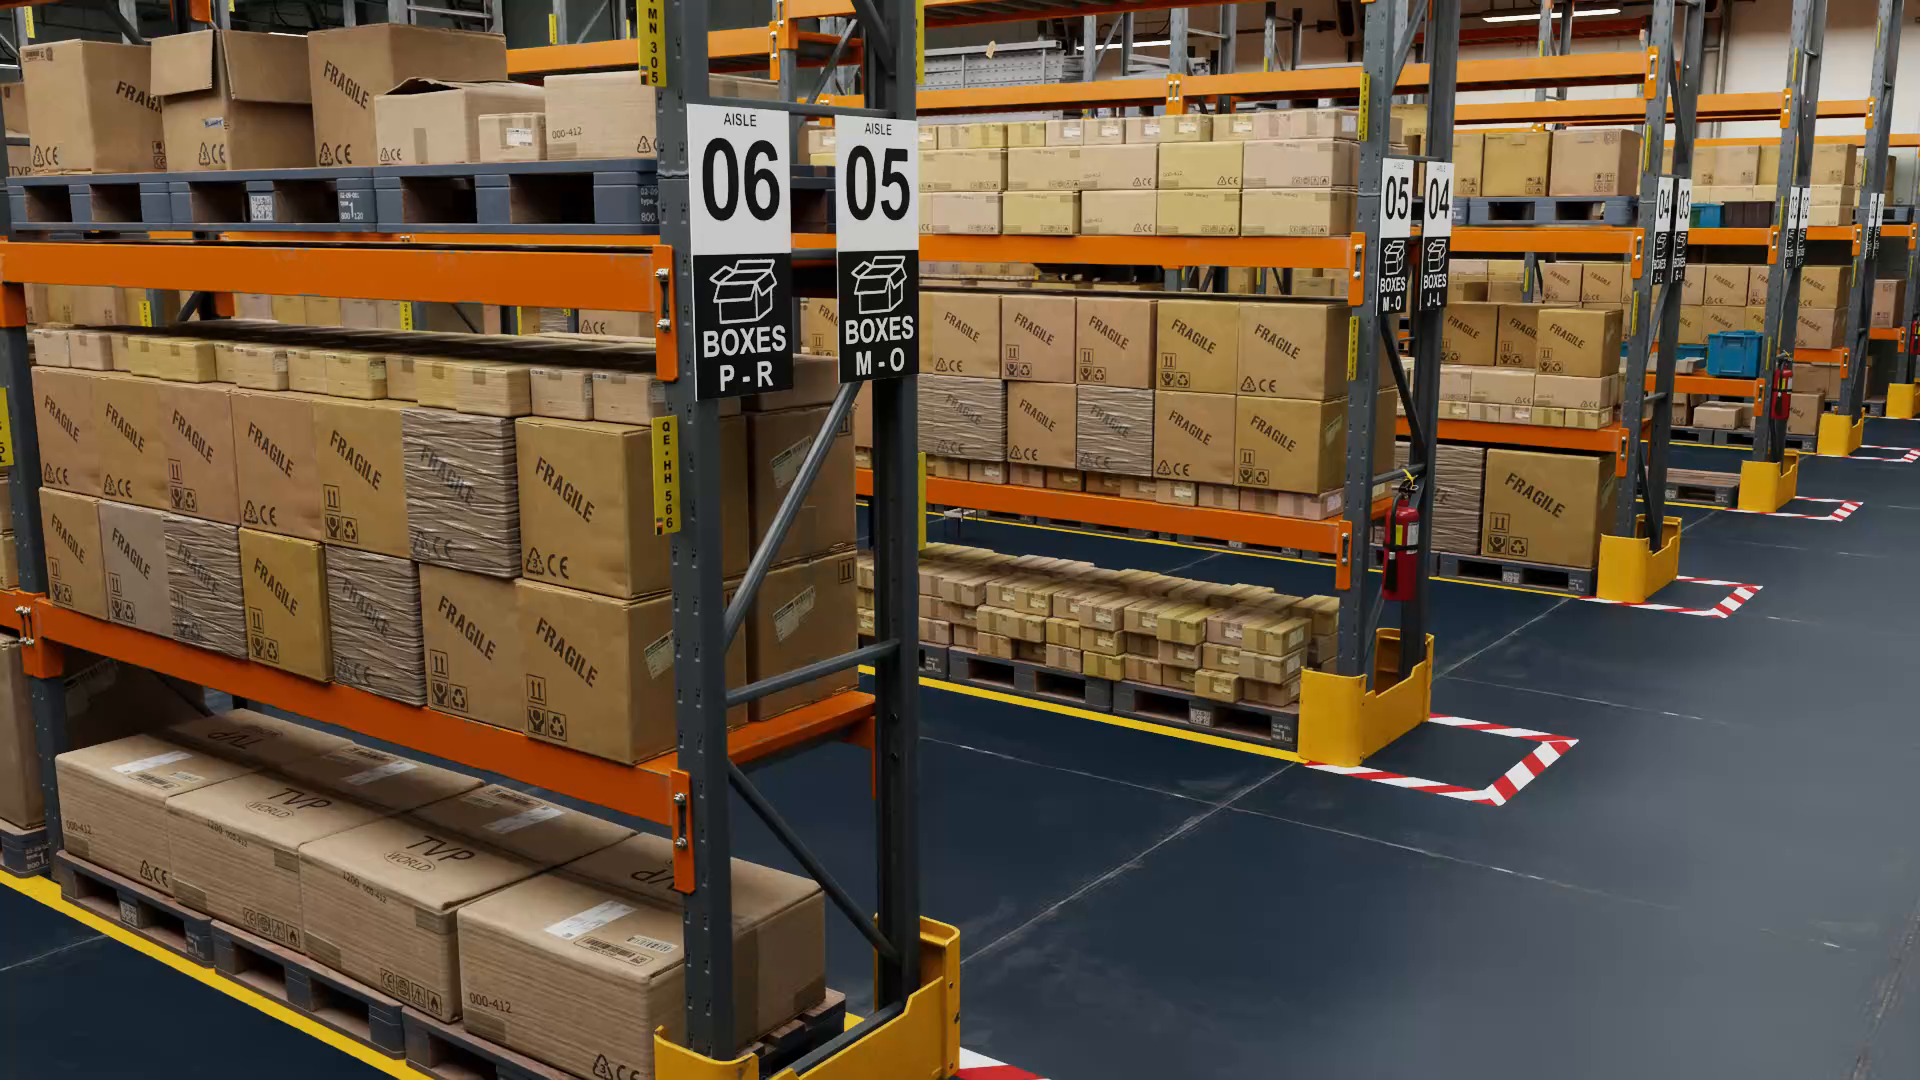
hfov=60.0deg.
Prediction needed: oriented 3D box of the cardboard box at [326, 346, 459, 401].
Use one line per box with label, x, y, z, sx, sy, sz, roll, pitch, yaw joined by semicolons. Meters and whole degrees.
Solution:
cardboard box;-1.947;-0.579;5.741;0.250;0.149;0.380;8;14;37

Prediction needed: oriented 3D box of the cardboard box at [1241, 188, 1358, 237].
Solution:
cardboard box;1.847;-1.754;8.919;0.500;0.250;0.500;8;13;34

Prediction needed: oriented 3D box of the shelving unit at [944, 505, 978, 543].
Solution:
shelving unit;0.007;-0.441;15.160;0.210;0.900;0.258;8;13;36

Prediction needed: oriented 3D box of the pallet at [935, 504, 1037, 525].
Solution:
pallet;0.510;-0.386;16.688;1.213;0.211;1.003;8;13;36

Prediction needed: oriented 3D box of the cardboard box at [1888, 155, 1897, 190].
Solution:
cardboard box;13.738;-5.509;24.984;0.500;0.500;0.500;7;13;33

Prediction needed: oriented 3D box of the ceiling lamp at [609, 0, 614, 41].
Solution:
ceiling lamp;-6.598;-11.113;33.631;0.800;3.185;2.000;8;13;36

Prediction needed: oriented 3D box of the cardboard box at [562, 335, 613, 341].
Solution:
cardboard box;-2.999;-1.576;13.490;0.250;0.149;0.380;8;14;37

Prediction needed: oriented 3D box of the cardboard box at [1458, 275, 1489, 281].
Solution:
cardboard box;8.791;-4.262;28.284;0.500;0.500;0.500;8;13;35

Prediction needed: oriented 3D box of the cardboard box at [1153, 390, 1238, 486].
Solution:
cardboard box;1.444;-0.610;9.458;0.500;0.500;0.500;8;13;35

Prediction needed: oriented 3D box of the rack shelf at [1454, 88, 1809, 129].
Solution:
rack shelf;6.707;-4.472;17.619;4.000;0.370;1.077;8;13;36

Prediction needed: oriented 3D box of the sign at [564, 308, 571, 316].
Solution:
sign;-4.599;-2.783;19.459;0.005;0.325;0.100;8;13;36

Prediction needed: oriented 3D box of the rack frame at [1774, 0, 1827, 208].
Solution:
rack frame;8.319;-4.796;16.351;0.127;3.000;1.000;8;13;36

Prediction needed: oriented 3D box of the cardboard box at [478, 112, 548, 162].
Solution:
cardboard box;-1.279;-1.252;5.219;0.250;0.149;0.380;7;13;31

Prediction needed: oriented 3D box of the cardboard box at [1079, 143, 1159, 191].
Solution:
cardboard box;1.024;-2.117;9.479;0.500;0.250;0.500;8;14;36

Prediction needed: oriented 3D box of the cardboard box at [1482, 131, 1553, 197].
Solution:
cardboard box;4.555;-3.002;13.340;0.500;0.500;0.700;7;13;33

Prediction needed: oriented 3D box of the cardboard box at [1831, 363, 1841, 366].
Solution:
cardboard box;13.349;-2.715;25.154;0.250;0.149;0.380;8;13;35

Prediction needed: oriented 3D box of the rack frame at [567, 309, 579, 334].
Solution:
rack frame;-4.284;-2.442;19.975;0.127;3.000;1.000;8;13;36

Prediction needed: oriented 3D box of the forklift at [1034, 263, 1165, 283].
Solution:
forklift;1.480;-2.076;18.266;3.031;2.935;1.130;9;14;38

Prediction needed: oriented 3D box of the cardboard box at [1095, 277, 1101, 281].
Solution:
cardboard box;2.723;-5.199;32.594;0.500;0.500;0.500;8;14;37

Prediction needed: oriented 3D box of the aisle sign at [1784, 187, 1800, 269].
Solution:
aisle sign;8.204;-3.074;16.400;0.004;0.787;0.394;8;13;36

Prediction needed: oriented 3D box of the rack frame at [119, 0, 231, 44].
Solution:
rack frame;-7.302;-4.639;15.539;0.127;3.000;1.000;8;13;36

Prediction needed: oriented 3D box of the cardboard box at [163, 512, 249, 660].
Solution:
cardboard box;-2.679;0.133;6.405;0.500;0.500;0.500;8;14;36

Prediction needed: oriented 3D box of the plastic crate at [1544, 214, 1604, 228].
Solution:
plastic crate;6.507;-3.389;17.665;0.530;0.136;0.437;8;13;36

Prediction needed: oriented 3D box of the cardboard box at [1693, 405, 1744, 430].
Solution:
cardboard box;9.922;-1.610;21.755;0.500;0.250;0.500;8;13;36

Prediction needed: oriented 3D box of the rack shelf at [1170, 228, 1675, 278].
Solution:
rack shelf;3.776;-2.437;13.947;4.000;0.370;1.077;8;13;36

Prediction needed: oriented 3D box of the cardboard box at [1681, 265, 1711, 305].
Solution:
cardboard box;9.491;-3.329;21.664;0.500;0.500;0.500;8;14;37

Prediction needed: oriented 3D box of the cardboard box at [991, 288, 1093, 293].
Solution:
cardboard box;0.509;-1.352;10.663;0.500;0.500;0.500;8;14;37

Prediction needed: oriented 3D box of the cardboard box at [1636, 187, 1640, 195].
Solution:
cardboard box;9.075;-4.496;21.777;0.500;0.250;0.500;8;13;36

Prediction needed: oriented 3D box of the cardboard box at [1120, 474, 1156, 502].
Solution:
cardboard box;1.137;-0.334;9.739;0.250;0.149;0.380;7;13;33

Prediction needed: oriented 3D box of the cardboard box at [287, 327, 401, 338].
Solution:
cardboard box;-2.484;-0.774;6.749;0.250;0.149;0.380;8;13;35

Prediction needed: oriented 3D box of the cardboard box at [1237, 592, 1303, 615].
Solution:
cardboard box;1.856;0.433;9.948;0.250;0.149;0.380;8;14;37

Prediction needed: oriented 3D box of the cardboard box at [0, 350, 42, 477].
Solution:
cardboard box;-4.211;-0.577;7.440;0.500;0.500;0.500;8;14;37

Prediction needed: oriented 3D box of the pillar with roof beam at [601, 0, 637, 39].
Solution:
pillar with roof beam;-9.857;-8.856;37.333;0.548;9.000;9.100;8;13;36

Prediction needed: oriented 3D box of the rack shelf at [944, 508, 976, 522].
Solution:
rack shelf;0.007;-0.231;15.200;0.200;0.077;0.258;8;13;36

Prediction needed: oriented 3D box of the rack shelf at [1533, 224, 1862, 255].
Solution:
rack shelf;9.642;-3.953;21.784;4.000;0.370;1.077;8;13;36

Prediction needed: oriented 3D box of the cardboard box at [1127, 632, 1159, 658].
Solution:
cardboard box;1.200;0.583;9.957;0.250;0.149;0.380;8;13;35

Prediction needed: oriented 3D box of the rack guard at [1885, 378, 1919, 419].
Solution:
rack guard;14.203;-2.138;24.984;0.348;0.500;1.175;8;13;36

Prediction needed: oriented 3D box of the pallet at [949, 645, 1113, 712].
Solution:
pallet;0.696;0.782;10.654;1.213;0.211;1.003;8;13;36

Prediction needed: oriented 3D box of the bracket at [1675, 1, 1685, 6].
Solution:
bracket;11.491;-8.576;26.411;0.430;0.232;0.235;8;13;36

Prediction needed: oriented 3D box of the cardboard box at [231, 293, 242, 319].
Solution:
cardboard box;-6.482;-2.121;15.423;0.500;0.500;0.700;8;13;35

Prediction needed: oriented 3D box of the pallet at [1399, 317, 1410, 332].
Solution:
pallet;6.376;-3.196;24.379;1.213;0.211;1.003;8;13;36

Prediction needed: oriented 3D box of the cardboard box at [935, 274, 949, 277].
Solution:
cardboard box;-0.215;-4.525;28.773;0.250;0.149;0.380;8;14;36

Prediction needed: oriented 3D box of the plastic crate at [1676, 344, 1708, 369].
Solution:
plastic crate;7.785;-1.950;17.717;0.300;0.233;0.416;8;13;36

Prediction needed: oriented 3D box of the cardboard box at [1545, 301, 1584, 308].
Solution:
cardboard box;8.280;-3.009;22.642;0.500;0.500;0.500;8;14;37

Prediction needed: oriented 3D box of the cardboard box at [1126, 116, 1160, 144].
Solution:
cardboard box;1.135;-2.300;9.372;0.250;0.149;0.380;8;13;34

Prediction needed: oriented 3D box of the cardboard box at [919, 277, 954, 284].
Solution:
cardboard box;-0.481;-2.449;17.108;0.637;0.503;0.797;9;14;37

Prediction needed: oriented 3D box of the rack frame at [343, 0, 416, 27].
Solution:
rack frame;-7.508;-5.837;21.730;0.127;3.000;1.000;8;13;36

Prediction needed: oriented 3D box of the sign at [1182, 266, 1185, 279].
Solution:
sign;4.196;-5.058;31.218;0.005;0.325;0.100;8;13;36

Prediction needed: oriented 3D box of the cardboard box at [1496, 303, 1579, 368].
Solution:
cardboard box;4.758;-1.685;13.699;0.500;0.500;0.500;8;13;34

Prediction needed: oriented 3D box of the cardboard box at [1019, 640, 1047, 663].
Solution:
cardboard box;0.576;0.647;10.411;0.250;0.149;0.380;8;14;37

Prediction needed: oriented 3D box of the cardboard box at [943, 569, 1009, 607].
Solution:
cardboard box;0.102;0.305;10.609;0.250;0.149;0.380;8;14;37

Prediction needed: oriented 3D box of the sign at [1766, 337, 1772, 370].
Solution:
sign;8.007;-1.845;16.460;0.005;0.325;0.100;8;13;36

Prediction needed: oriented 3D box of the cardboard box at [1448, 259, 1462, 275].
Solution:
cardboard box;8.382;-4.689;28.519;0.500;0.250;0.500;8;13;35

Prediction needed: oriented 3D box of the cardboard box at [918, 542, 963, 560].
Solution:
cardboard box;-0.183;0.130;11.516;0.250;0.149;0.380;8;14;36

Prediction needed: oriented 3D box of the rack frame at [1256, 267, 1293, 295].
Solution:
rack frame;4.806;-3.508;25.487;0.127;3.000;1.000;8;13;36

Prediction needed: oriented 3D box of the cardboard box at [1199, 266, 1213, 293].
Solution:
cardboard box;4.901;-4.919;31.360;0.500;0.500;0.700;8;14;36

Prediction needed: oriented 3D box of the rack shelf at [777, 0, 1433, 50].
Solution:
rack shelf;0.758;-3.160;9.796;4.000;0.370;1.077;8;13;36

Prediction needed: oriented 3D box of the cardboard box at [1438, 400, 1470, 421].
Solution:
cardboard box;4.082;-1.074;13.564;0.250;0.149;0.380;8;13;34

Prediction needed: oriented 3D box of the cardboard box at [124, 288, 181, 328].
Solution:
cardboard box;-7.579;-2.344;16.233;0.550;0.550;0.875;8;13;36

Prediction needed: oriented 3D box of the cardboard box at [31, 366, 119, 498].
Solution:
cardboard box;-3.462;-0.475;6.911;0.500;0.500;0.500;8;14;36
